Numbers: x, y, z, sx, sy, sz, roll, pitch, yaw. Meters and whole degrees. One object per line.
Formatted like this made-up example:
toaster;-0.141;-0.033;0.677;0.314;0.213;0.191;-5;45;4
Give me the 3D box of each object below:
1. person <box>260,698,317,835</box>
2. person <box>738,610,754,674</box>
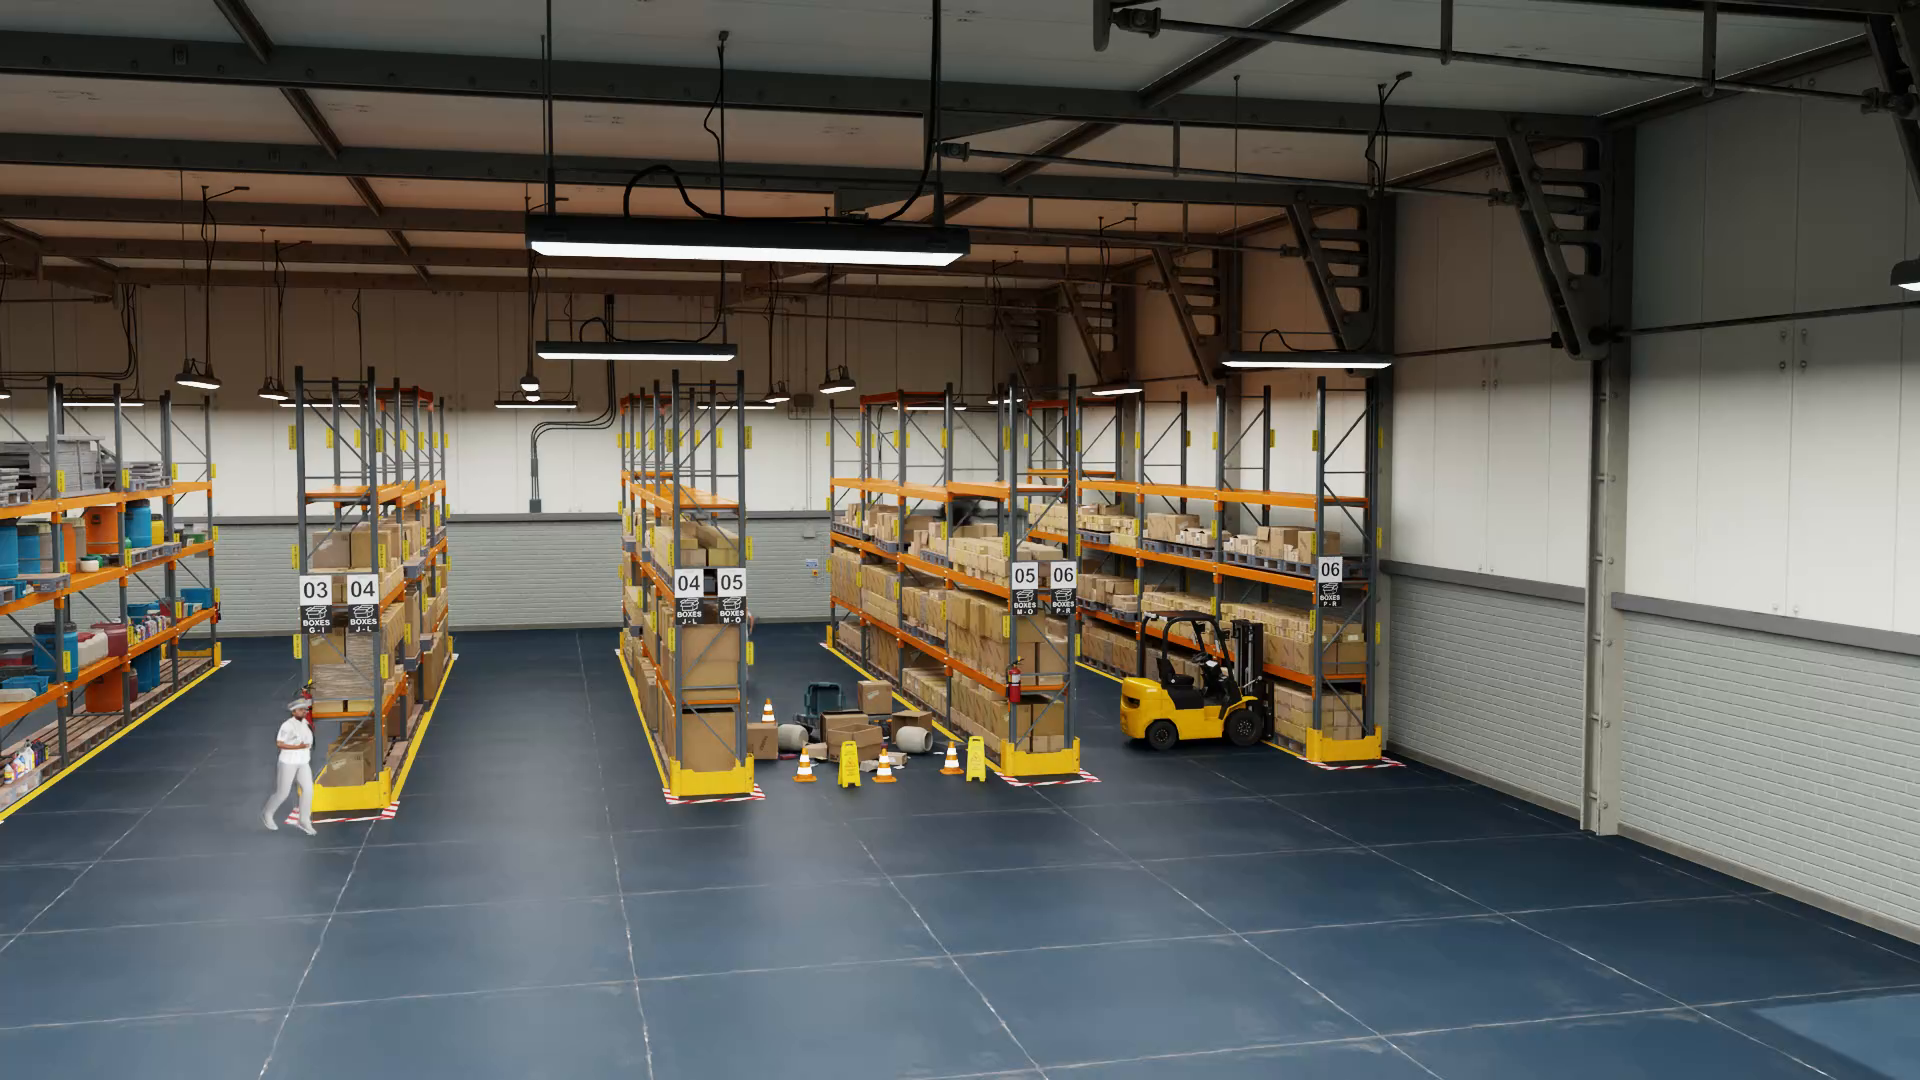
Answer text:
person;-8.536;2.880;21.308;0.835;1.722;0.589;2;4;25
person;-4.640;2.088;35.159;0.570;1.670;1.062;-1;4;-18
